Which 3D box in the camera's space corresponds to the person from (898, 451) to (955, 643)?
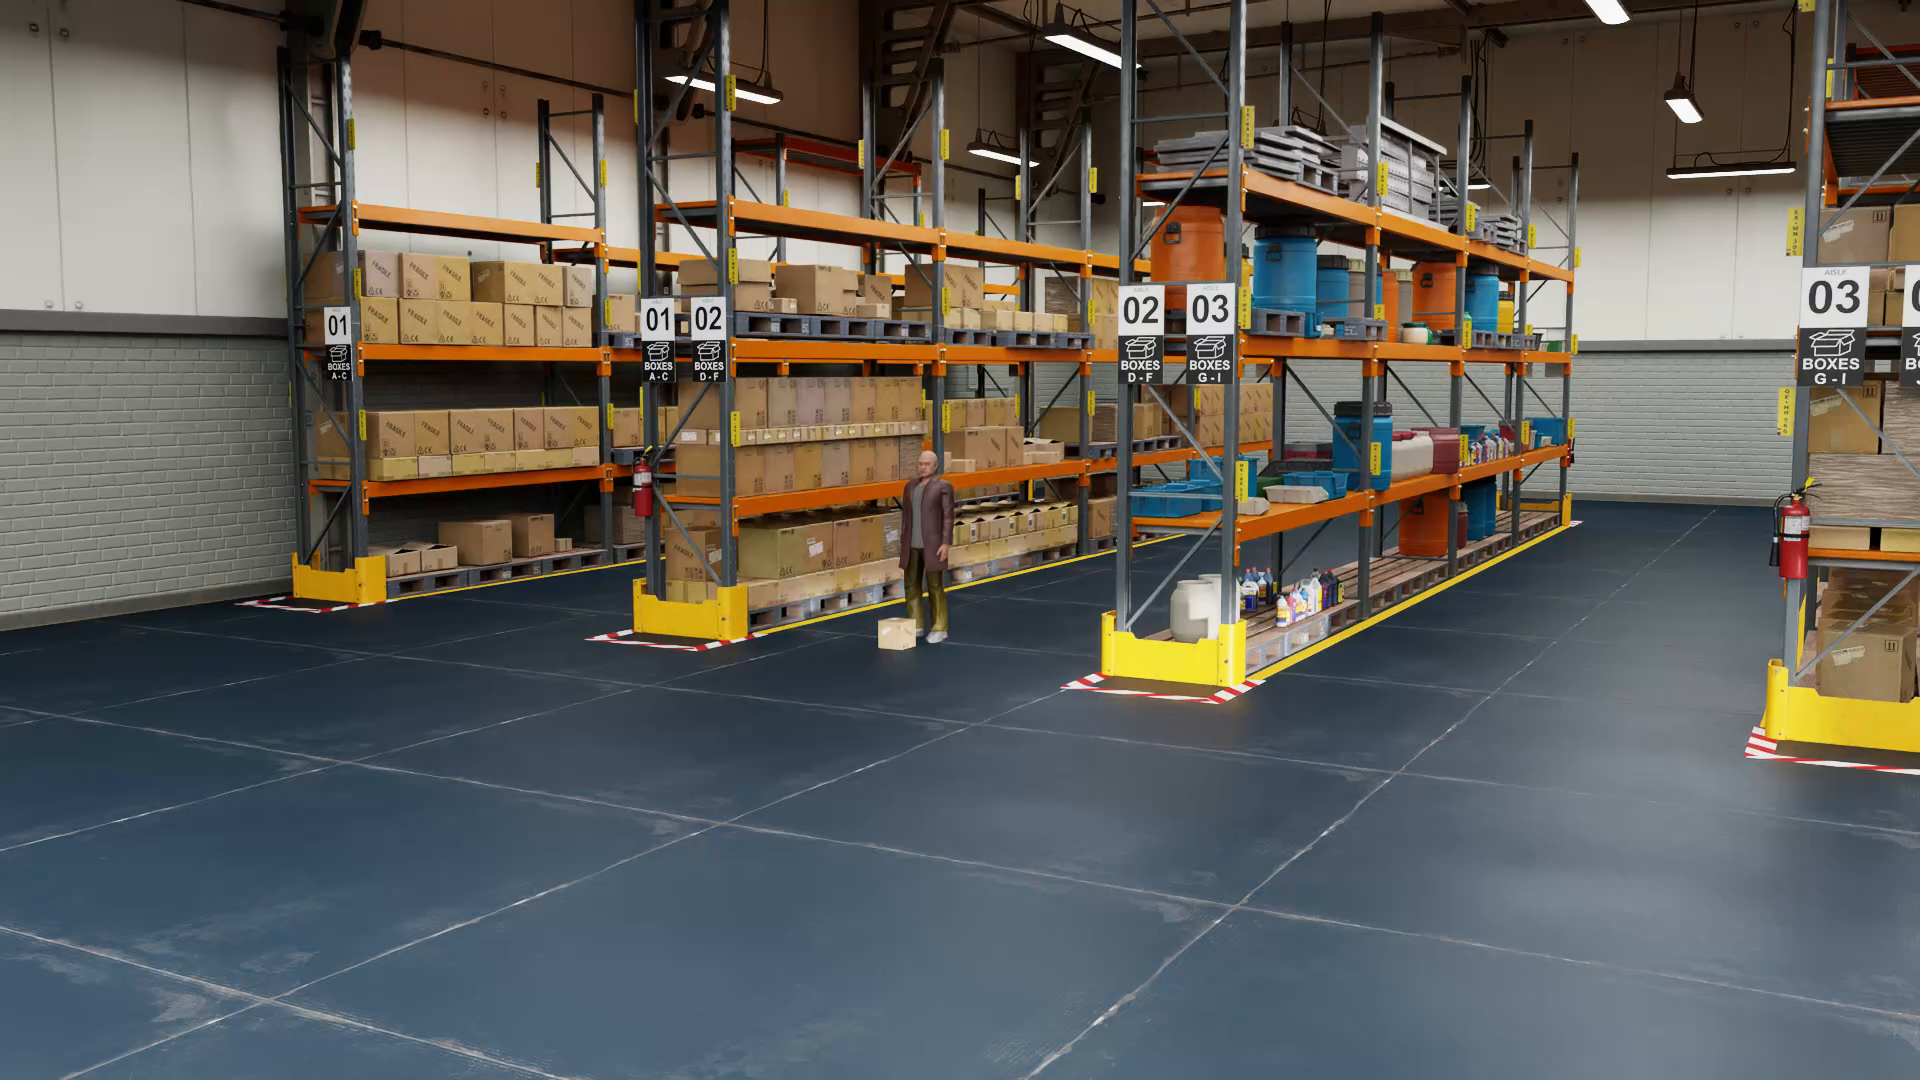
[{"bbox_3d":[-0.319,0.059,15.555,0.561,1.788,0.402,3,7,30],"label":"person"}]
